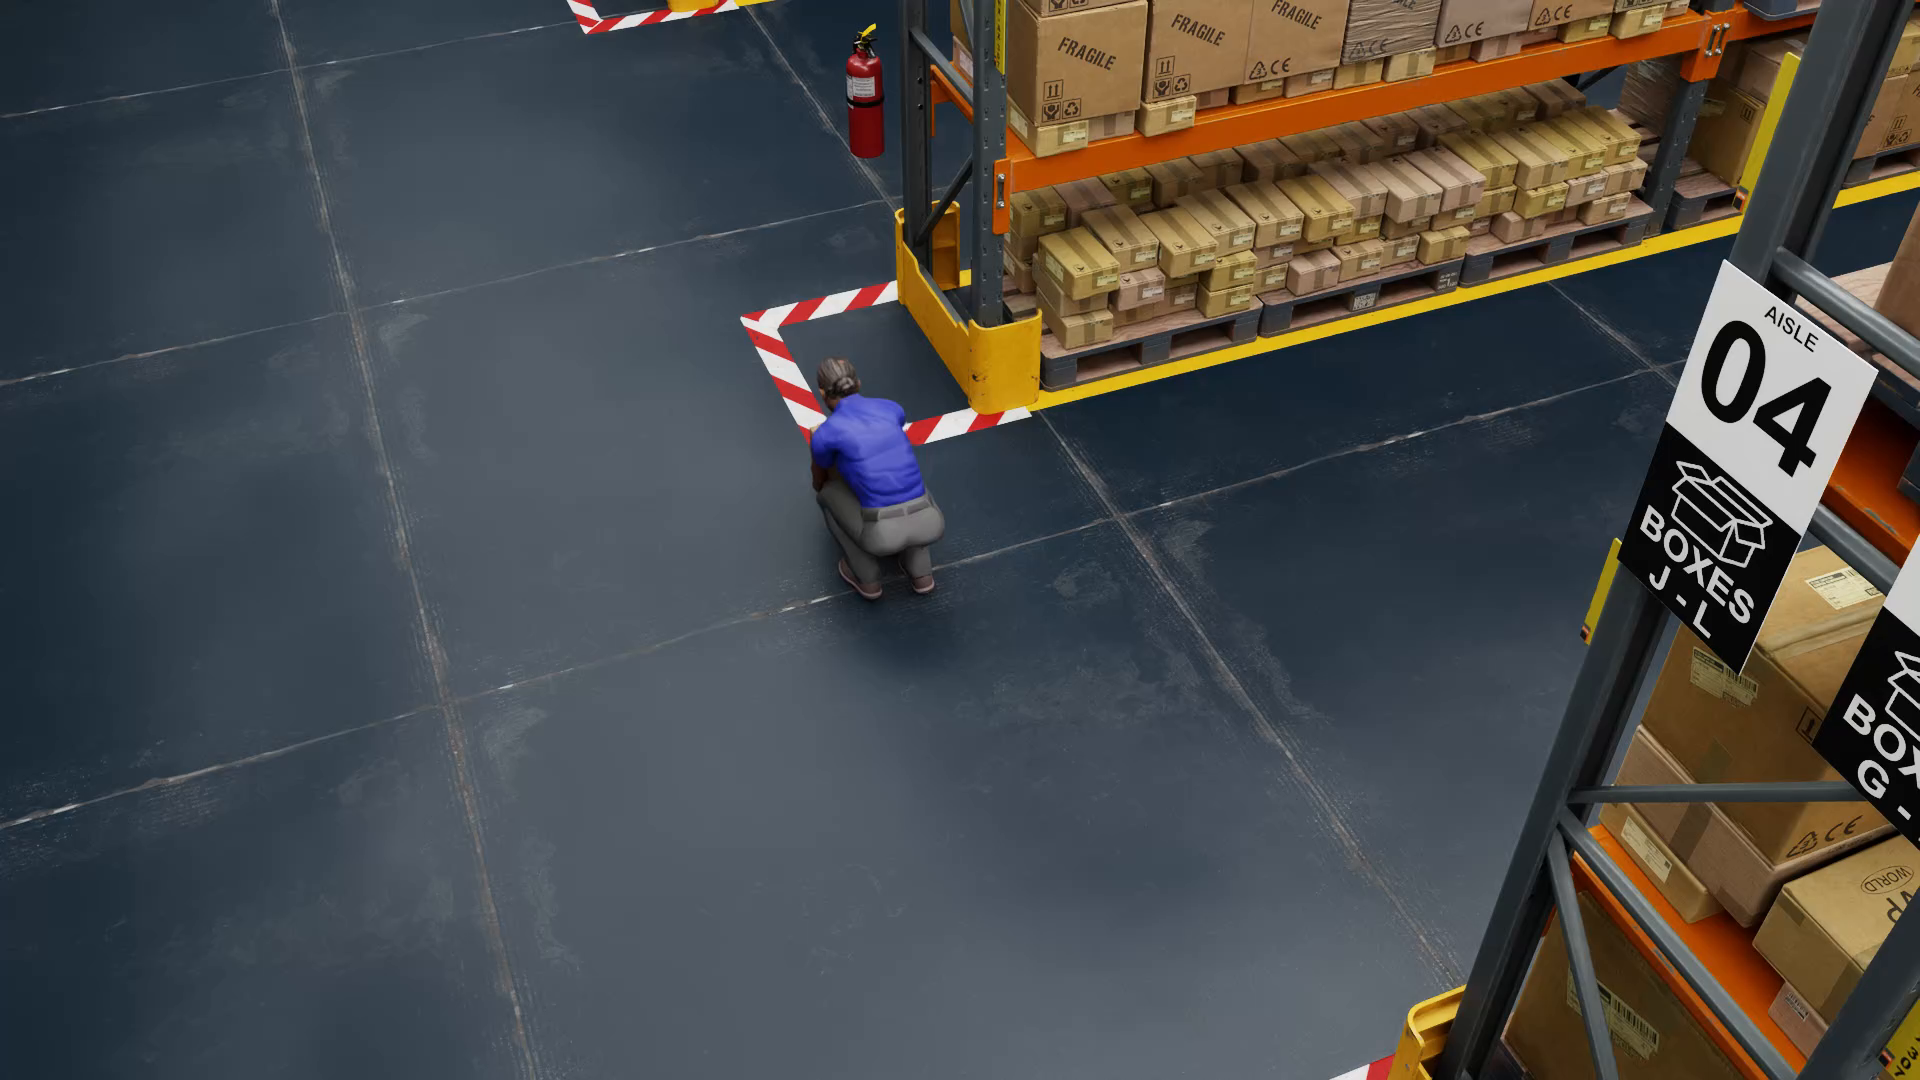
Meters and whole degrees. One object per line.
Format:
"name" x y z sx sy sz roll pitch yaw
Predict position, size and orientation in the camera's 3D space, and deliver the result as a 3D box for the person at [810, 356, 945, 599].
"person" -0.374 -0.256 6.989 0.465 0.951 0.833 -16 45 -17
